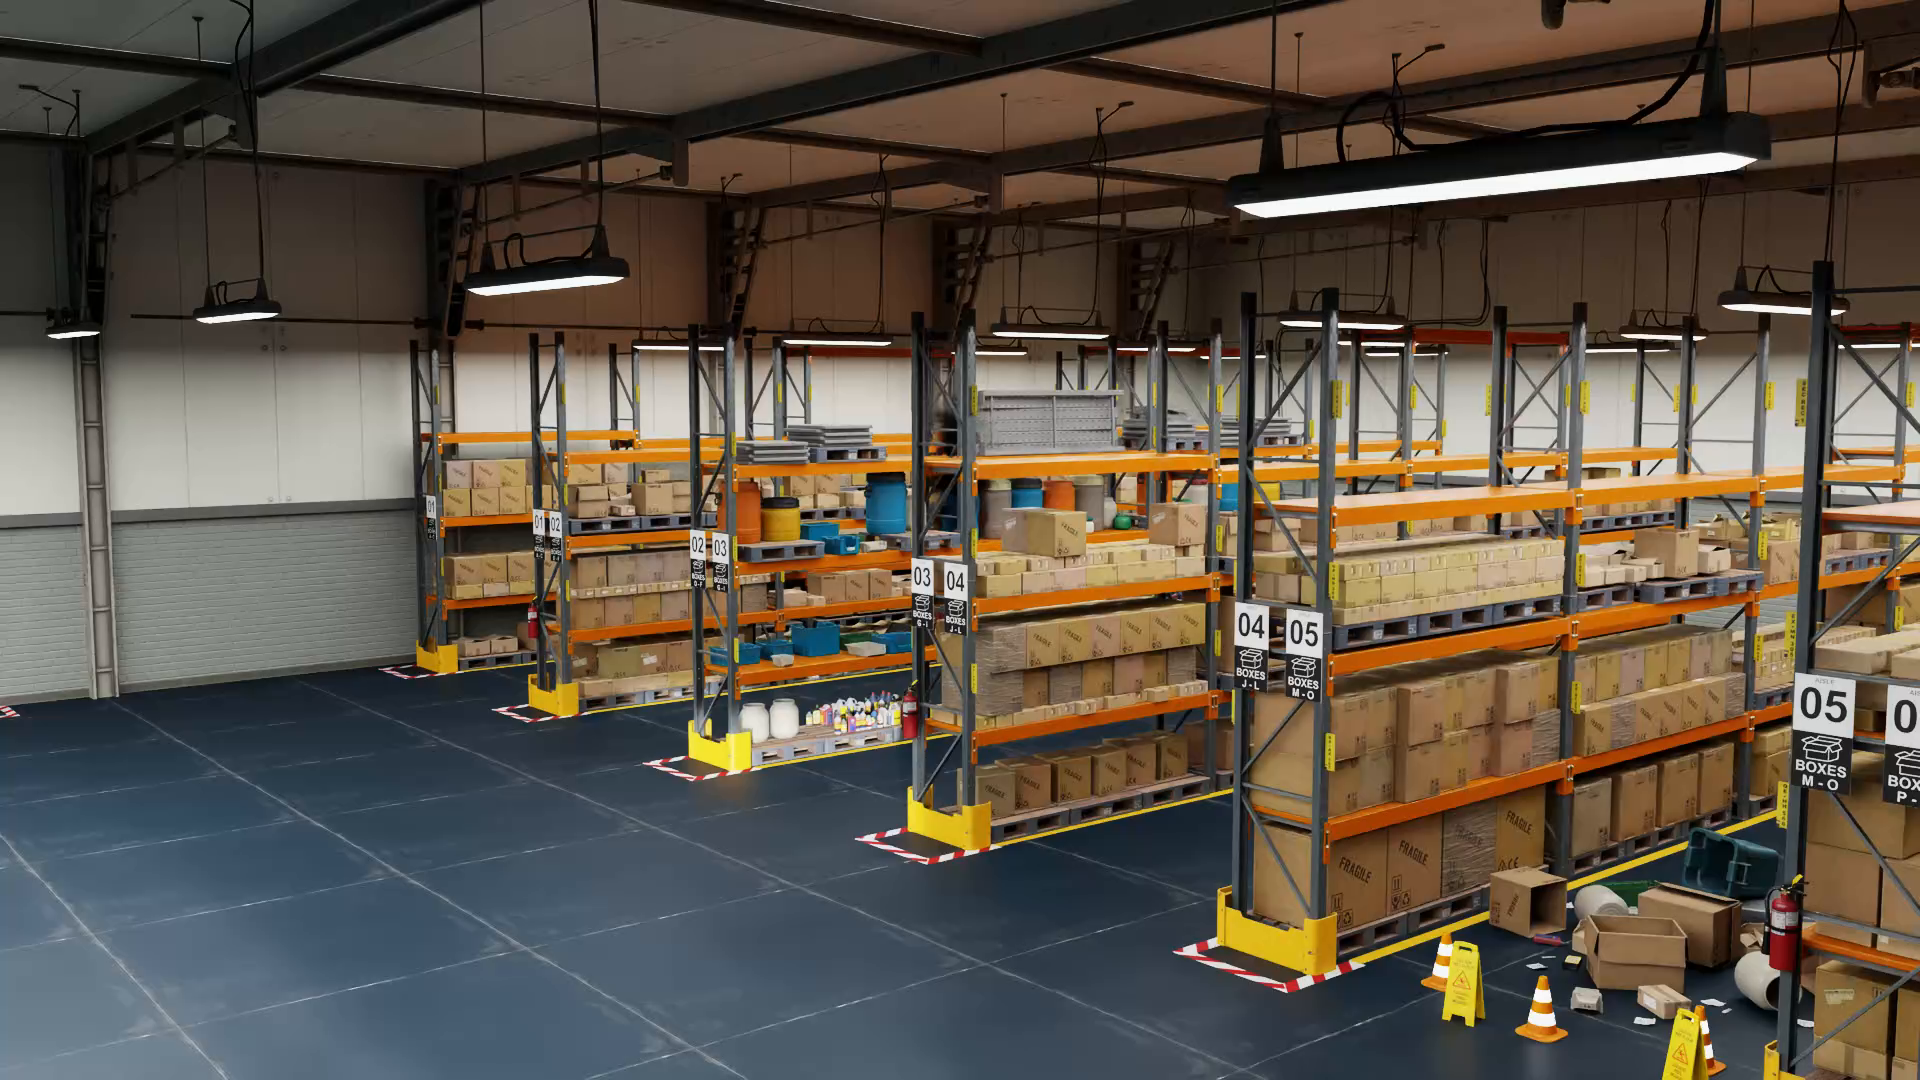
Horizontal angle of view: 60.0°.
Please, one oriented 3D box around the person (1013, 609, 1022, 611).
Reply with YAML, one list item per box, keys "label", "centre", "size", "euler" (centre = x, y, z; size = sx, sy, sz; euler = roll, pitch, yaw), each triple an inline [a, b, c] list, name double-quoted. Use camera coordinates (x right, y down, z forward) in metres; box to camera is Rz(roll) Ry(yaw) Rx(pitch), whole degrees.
- label: "person"
  centre: [1.092, 1.740, 28.388]
  size: [0.641, 1.611, 0.762]
  euler: [5, 7, 42]
